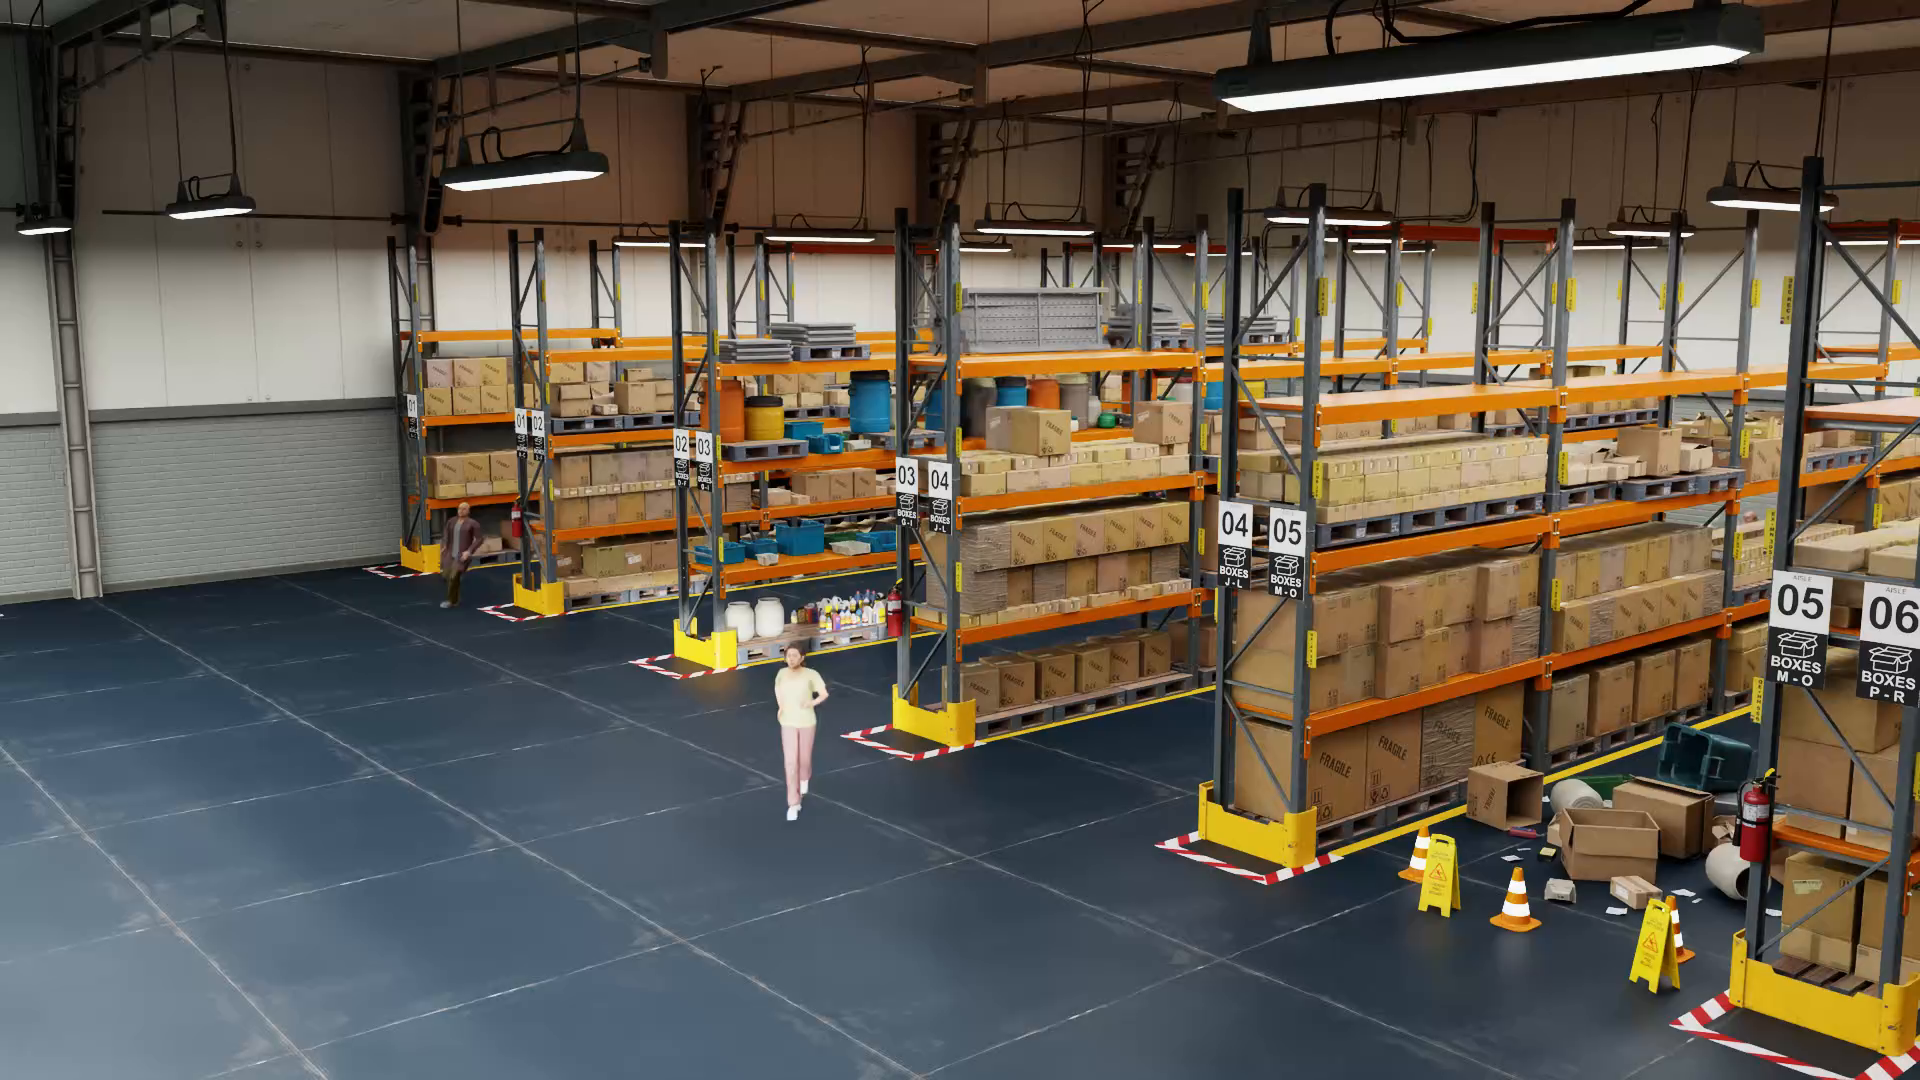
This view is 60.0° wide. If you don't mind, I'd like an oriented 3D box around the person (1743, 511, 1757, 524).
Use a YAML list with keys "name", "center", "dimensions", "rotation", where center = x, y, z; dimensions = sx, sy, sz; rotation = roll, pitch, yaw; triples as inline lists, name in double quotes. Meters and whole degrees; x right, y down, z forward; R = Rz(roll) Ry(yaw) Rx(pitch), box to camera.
- name: "person"
  center: [11.897, 0.448, 25.061]
  dimensions: [1.045, 1.790, 0.718]
  rotation: [-7, 11, -38]

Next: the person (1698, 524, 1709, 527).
- name: "person"
  center: [10.637, 0.617, 24.043]
  dimensions: [0.591, 1.720, 0.676]
  rotation: [-8, 12, -43]

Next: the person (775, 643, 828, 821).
- name: "person"
  center: [-1.573, 1.836, 16.411]
  dimensions: [0.564, 1.682, 0.884]
  rotation: [1, 9, 4]

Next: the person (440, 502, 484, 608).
- name: "person"
  center: [-7.991, 0.241, 26.643]
  dimensions: [0.738, 1.696, 0.579]
  rotation: [2, 9, 13]
